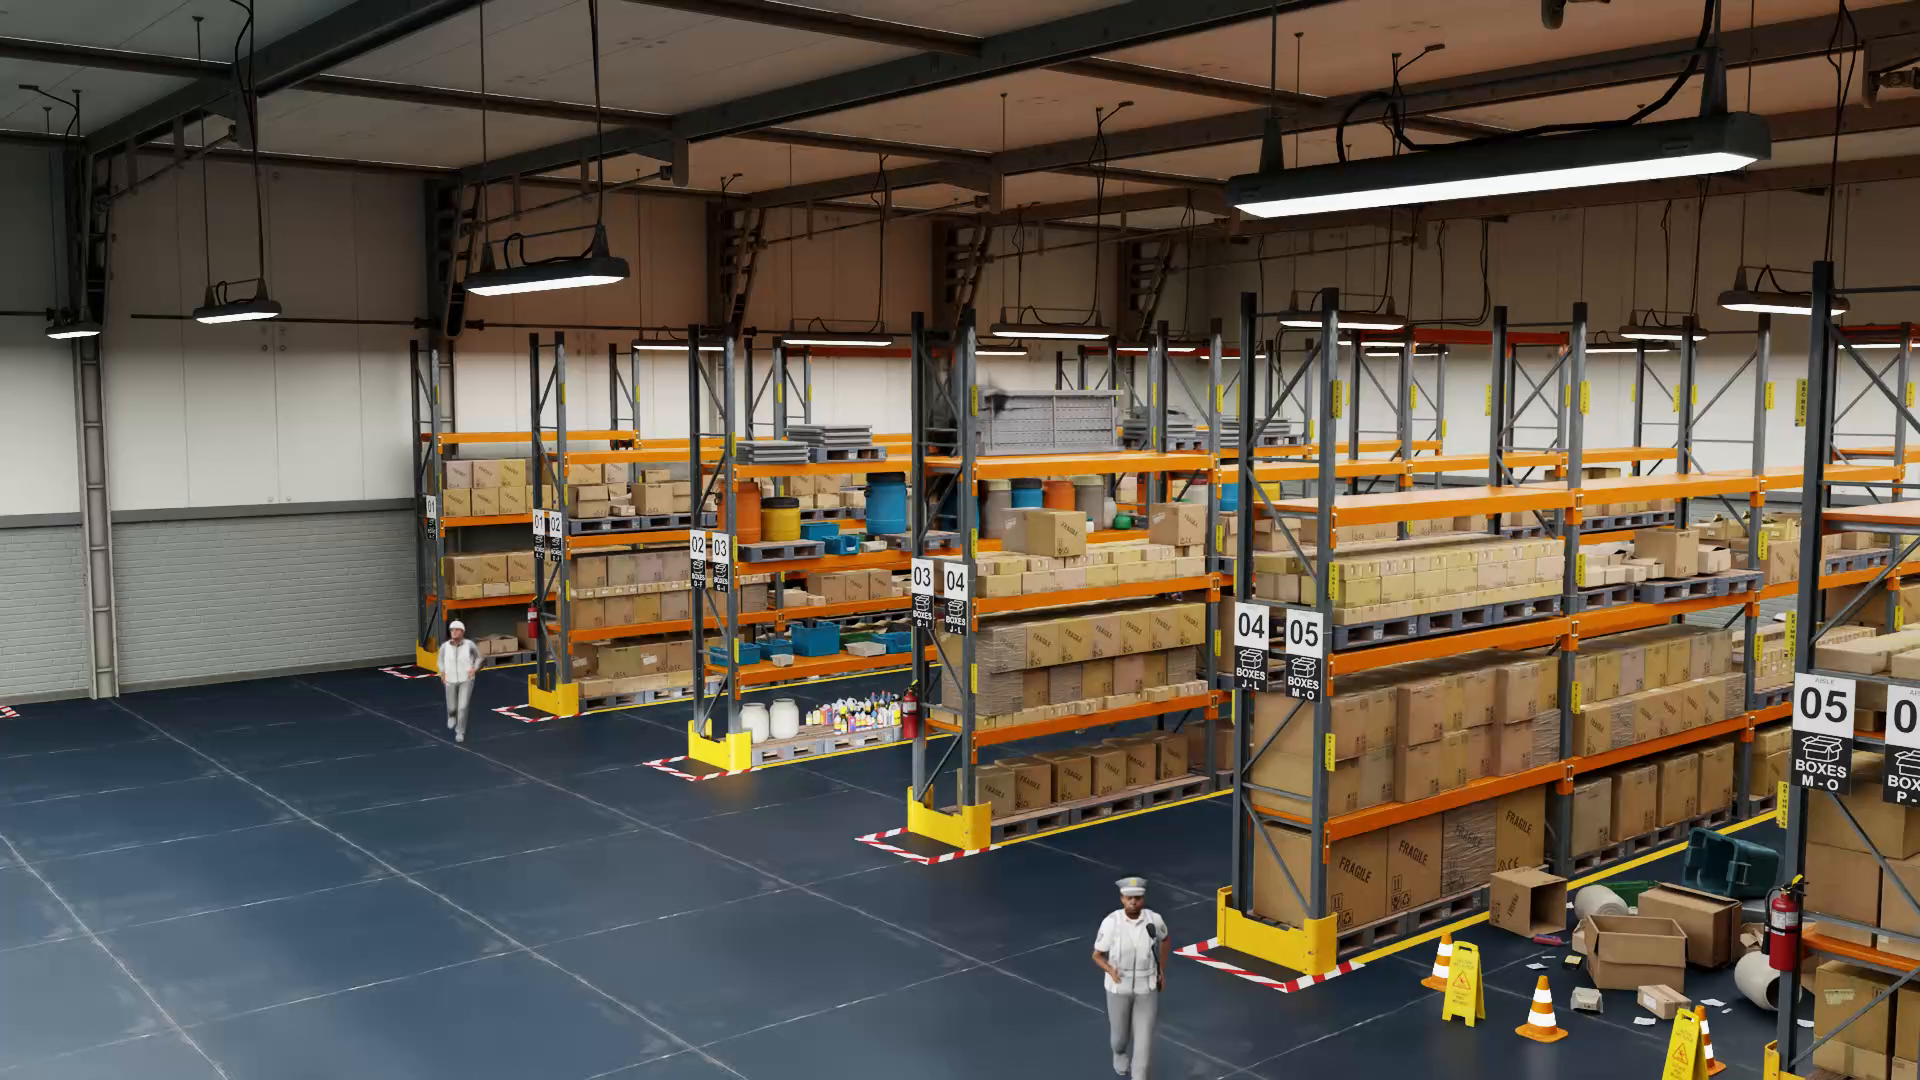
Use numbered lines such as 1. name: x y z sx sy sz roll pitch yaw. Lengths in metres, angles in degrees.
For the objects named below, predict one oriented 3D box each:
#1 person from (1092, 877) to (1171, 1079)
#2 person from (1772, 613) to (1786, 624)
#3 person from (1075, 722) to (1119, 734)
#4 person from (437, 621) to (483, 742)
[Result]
1. person: 1.235 3.221 11.914 0.580 1.696 0.898 0 5 1
2. person: 12.420 1.977 25.152 0.652 1.737 0.723 -4 7 -36
3. person: 1.945 1.877 23.401 0.574 1.691 0.877 5 7 40
4. person: -7.342 2.050 24.442 0.663 1.754 0.647 -1 5 -10
